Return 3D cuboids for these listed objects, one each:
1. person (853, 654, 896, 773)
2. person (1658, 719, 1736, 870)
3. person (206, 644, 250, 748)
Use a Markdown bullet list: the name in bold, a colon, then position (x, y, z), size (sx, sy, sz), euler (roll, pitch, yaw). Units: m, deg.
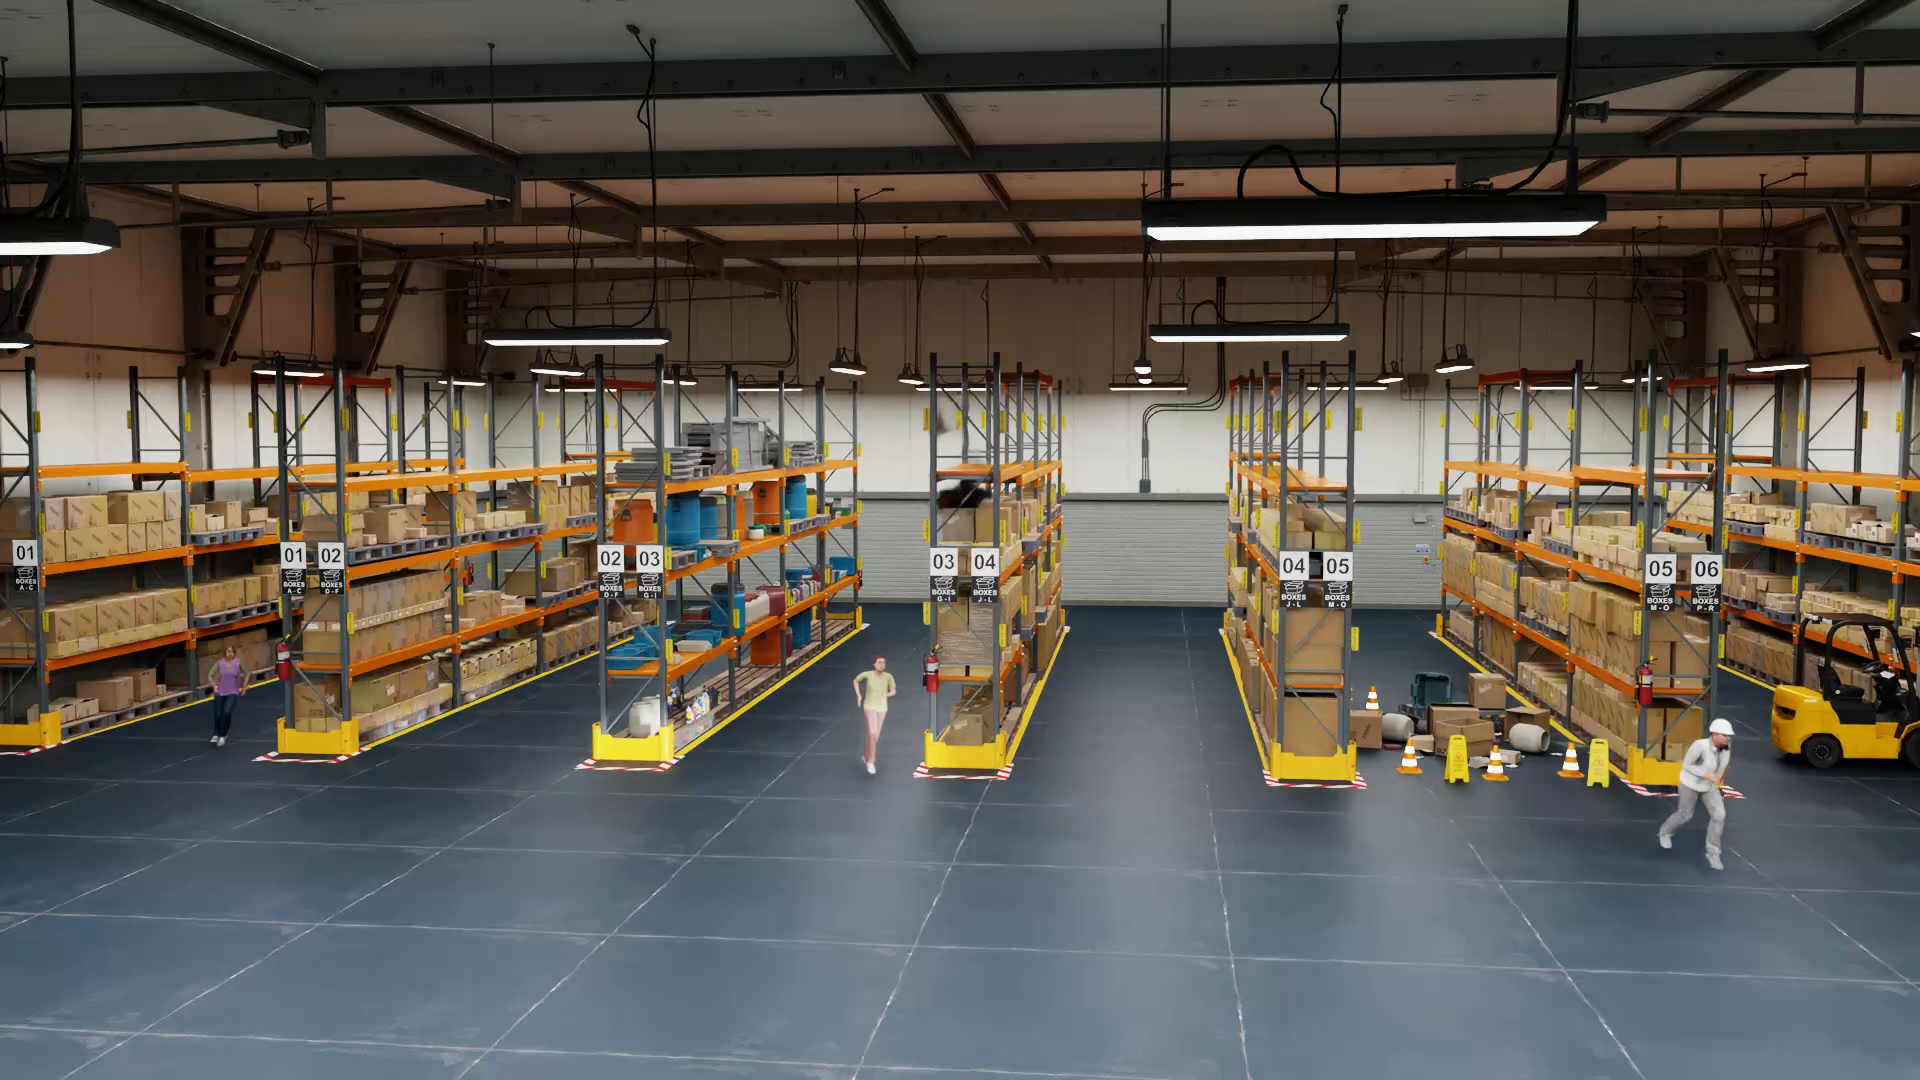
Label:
- **person**: position (-1.224, 2.492, 24.063), size (0.566, 1.706, 0.694), euler (-2, 4, -22)
- **person**: position (8.418, 2.843, 18.987), size (0.702, 1.733, 1.043), euler (-1, 4, -20)
- **person**: position (-11.329, 2.403, 25.739), size (0.598, 1.581, 0.611), euler (-1, 4, -15)
